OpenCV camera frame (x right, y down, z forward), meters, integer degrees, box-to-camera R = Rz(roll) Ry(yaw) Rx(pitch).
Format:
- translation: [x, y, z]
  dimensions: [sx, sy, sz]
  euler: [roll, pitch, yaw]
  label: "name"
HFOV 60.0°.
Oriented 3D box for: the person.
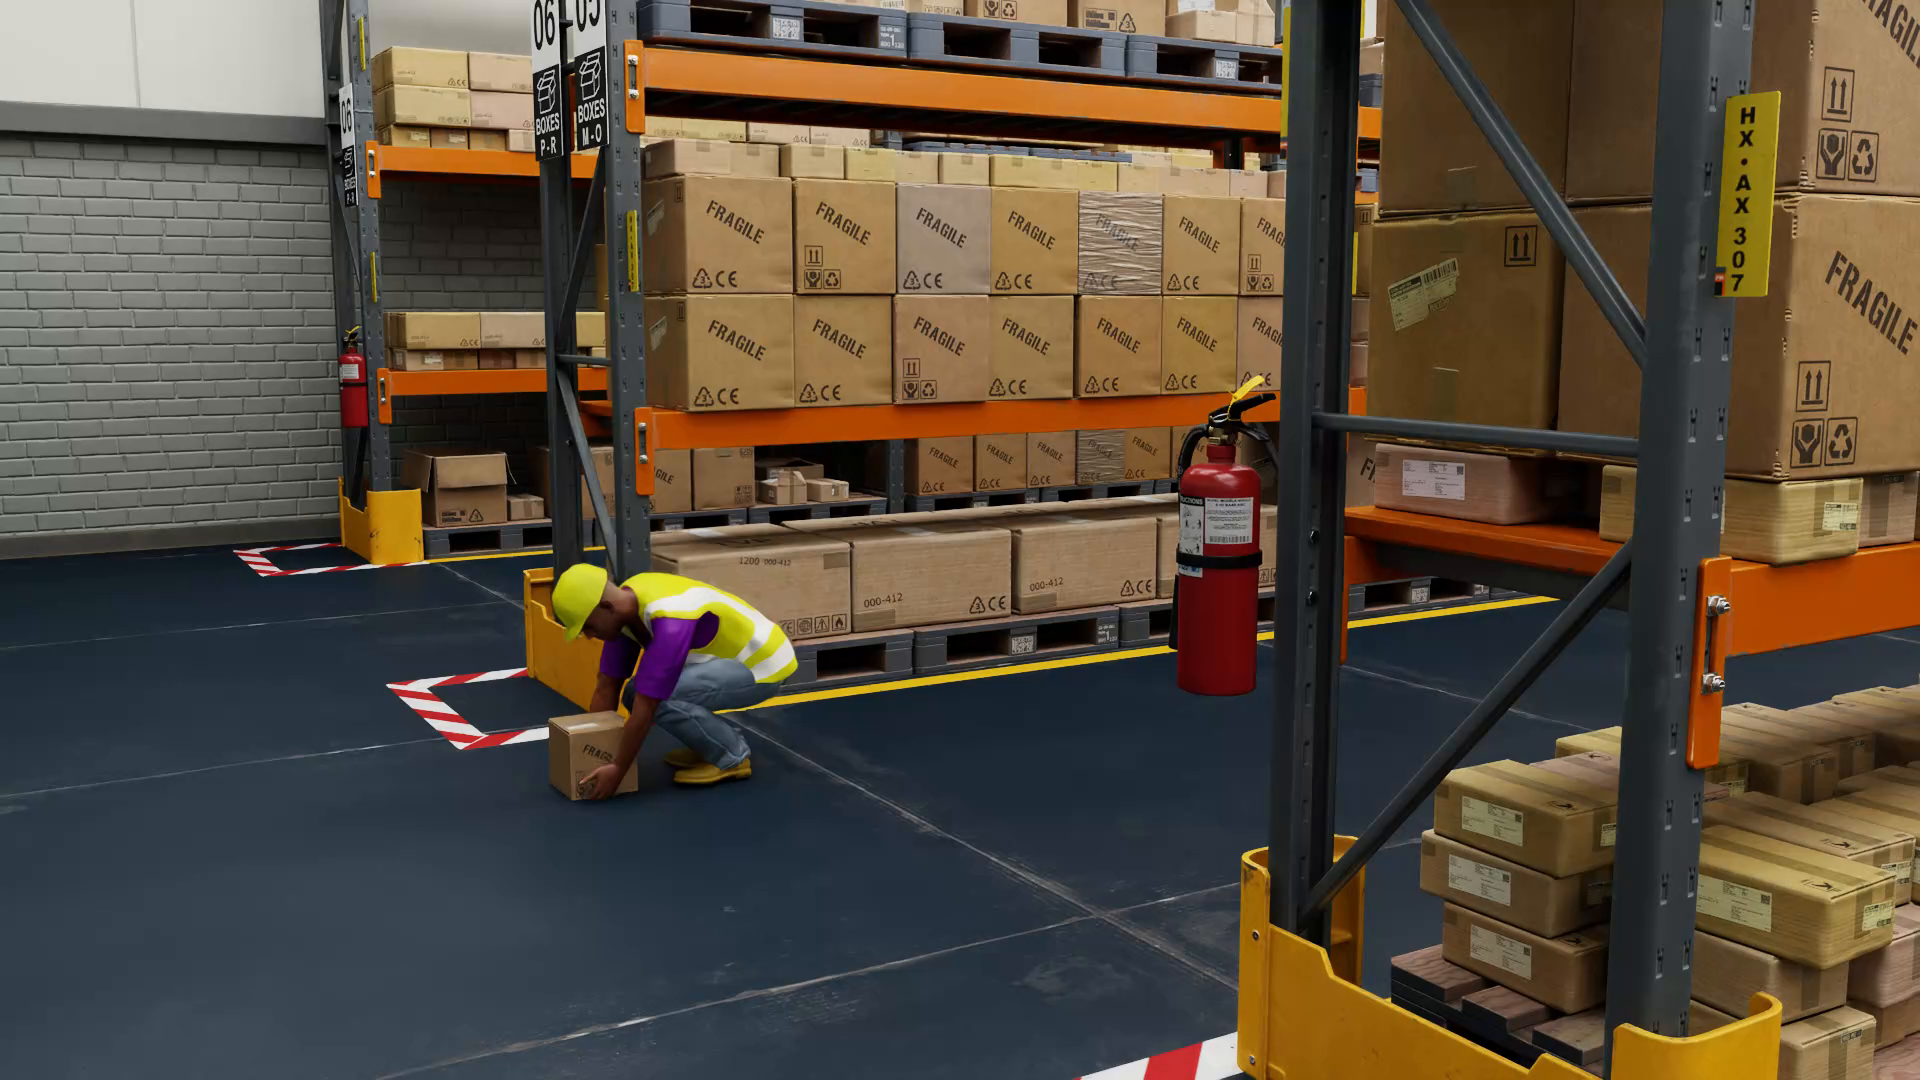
- translation: [-1.049, 0.502, 6.161]
  dimensions: [0.905, 0.892, 0.557]
  euler: [-4, 9, -25]
  label: "person"
